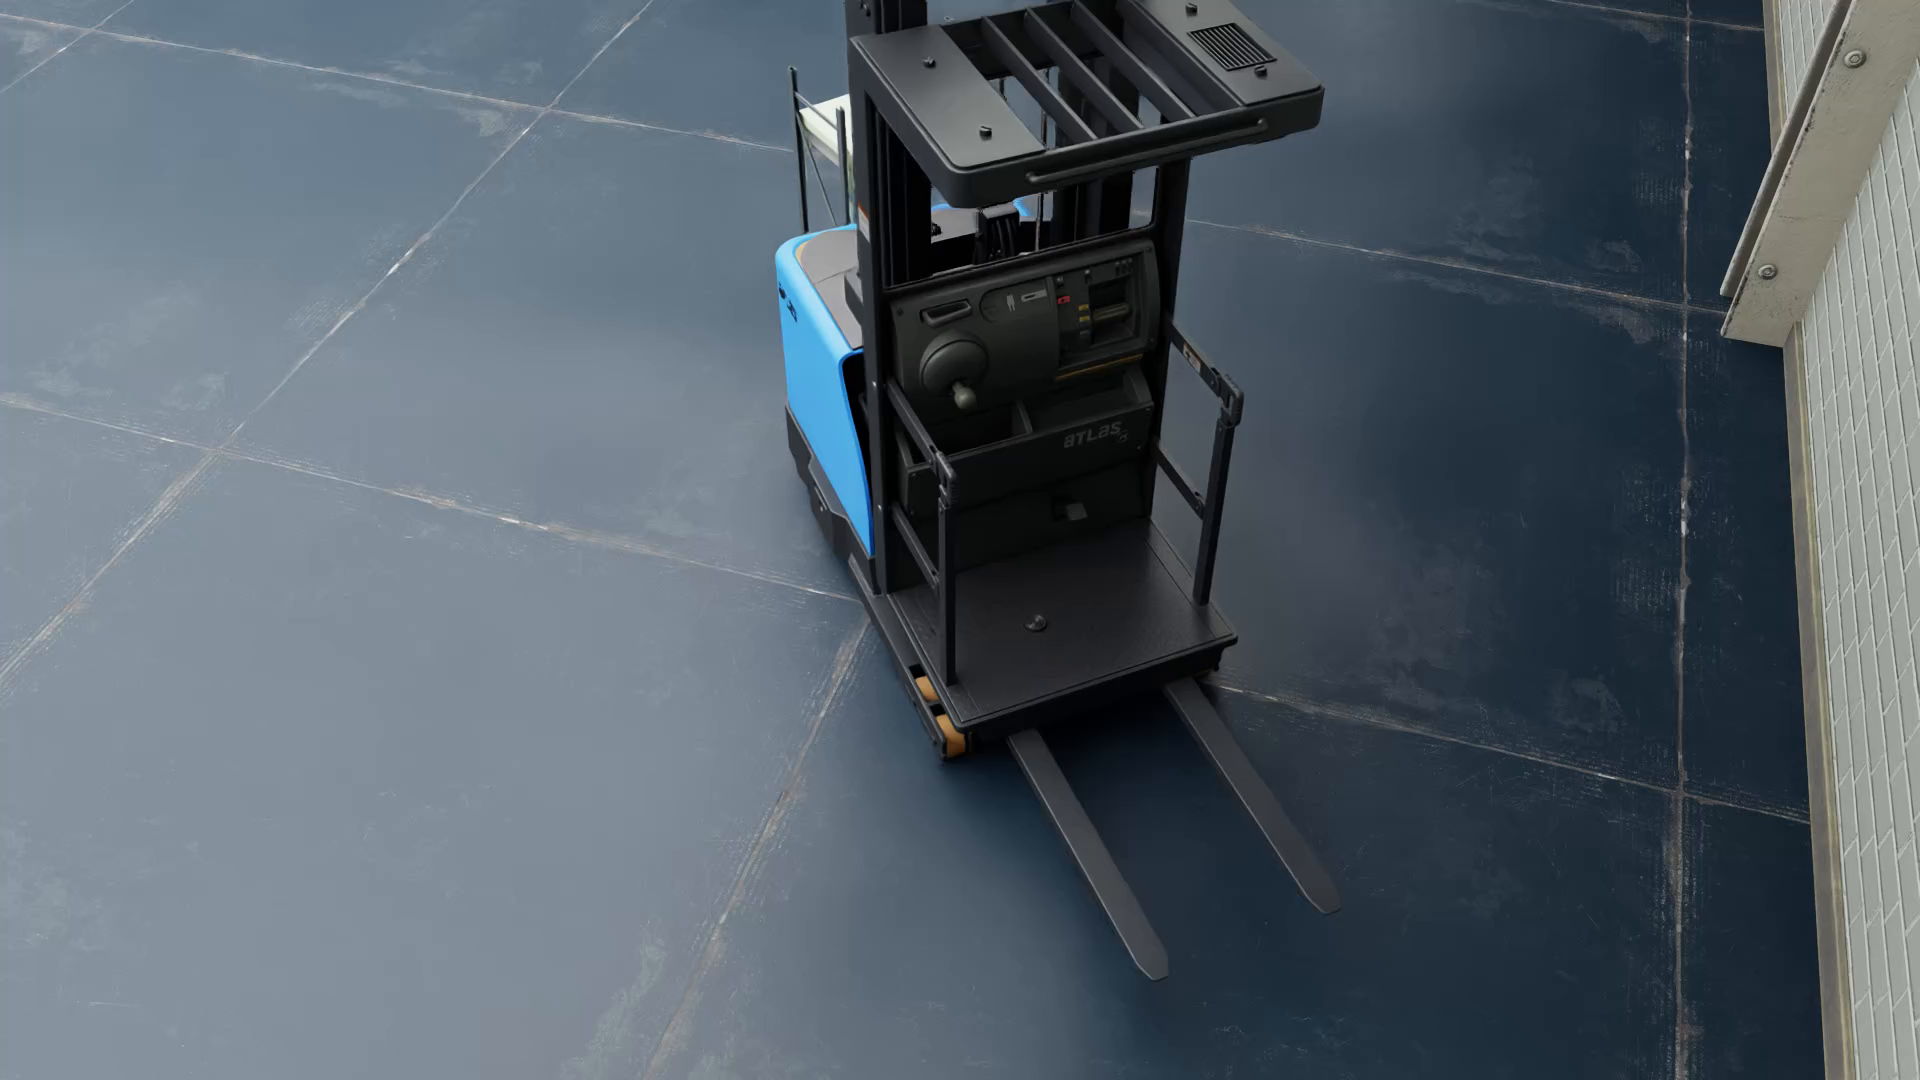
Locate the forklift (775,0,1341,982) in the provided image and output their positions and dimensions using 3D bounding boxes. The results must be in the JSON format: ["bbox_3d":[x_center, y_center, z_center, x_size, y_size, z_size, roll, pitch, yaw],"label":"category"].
[{"bbox_3d":[0.310,-0.611,5.279,1.130,2.935,3.031,-16,47,-16],"label":"forklift"}]

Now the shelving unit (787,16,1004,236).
[{"bbox_3d":[-0.249,-1.340,7.046,0.755,1.500,0.431,-25,50,-24],"label":"shelving unit"}]

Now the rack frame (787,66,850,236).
[{"bbox_3d":[-0.553,-1.197,6.900,0.023,1.500,0.400,-25,50,-24],"label":"rack frame"}]

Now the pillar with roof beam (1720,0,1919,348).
[{"bbox_3d":[-0.365,-5.172,5.601,9.100,9.000,0.400,13,46,13],"label":"pillar with roof beam"}]

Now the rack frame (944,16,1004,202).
[{"bbox_3d":[0.054,-1.483,7.192,0.023,1.500,0.400,-25,50,-24],"label":"rack frame"}]

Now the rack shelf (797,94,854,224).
[{"bbox_3d":[-0.250,-1.620,6.774,0.720,0.370,0.431,-25,50,-24],"label":"rack shelf"}]
